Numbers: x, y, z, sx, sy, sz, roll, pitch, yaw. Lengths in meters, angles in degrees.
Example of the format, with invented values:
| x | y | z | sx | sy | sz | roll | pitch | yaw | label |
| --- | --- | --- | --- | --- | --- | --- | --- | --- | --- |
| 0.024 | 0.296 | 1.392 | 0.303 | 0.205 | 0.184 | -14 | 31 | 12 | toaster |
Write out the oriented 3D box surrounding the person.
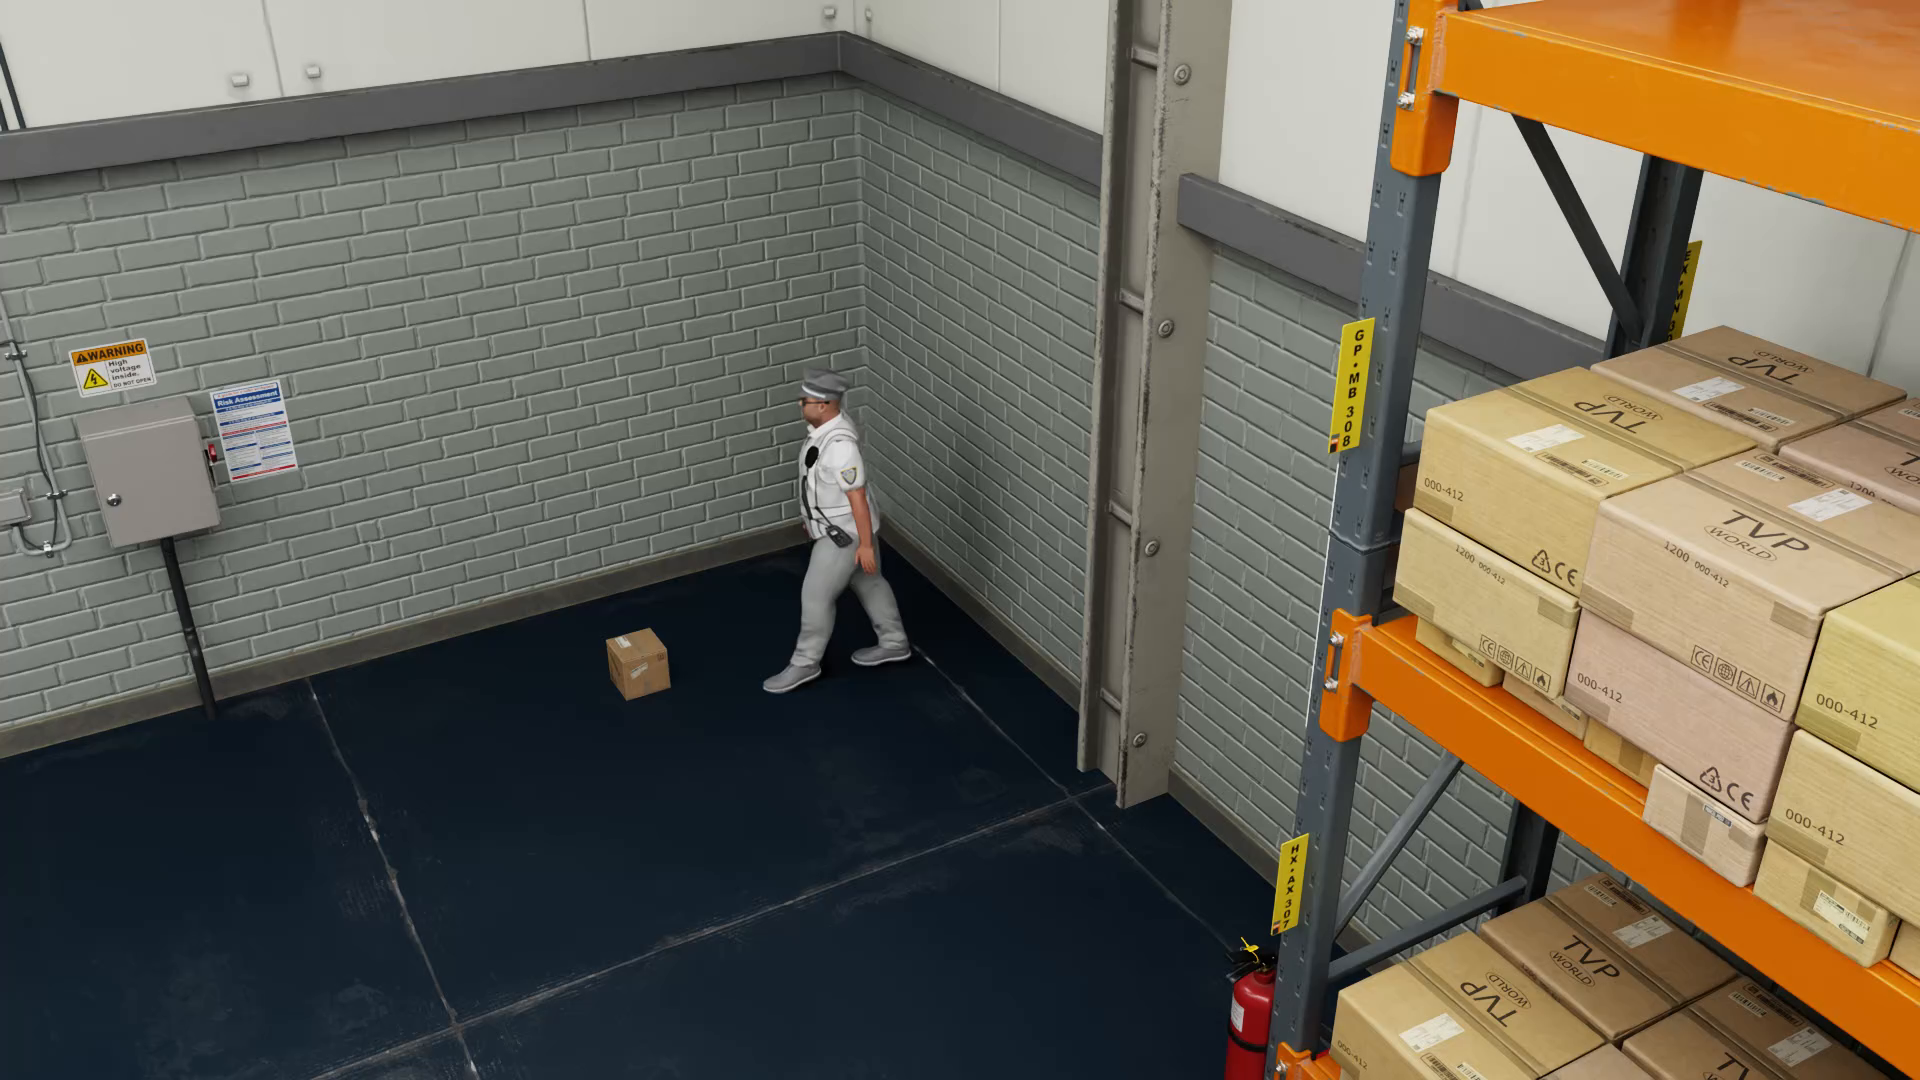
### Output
| x | y | z | sx | sy | sz | roll | pitch | yaw | label |
| --- | --- | --- | --- | --- | --- | --- | --- | --- | --- |
| -0.667 | -0.075 | 8.675 | 0.804 | 1.756 | 0.558 | -2 | 29 | -3 | person |
